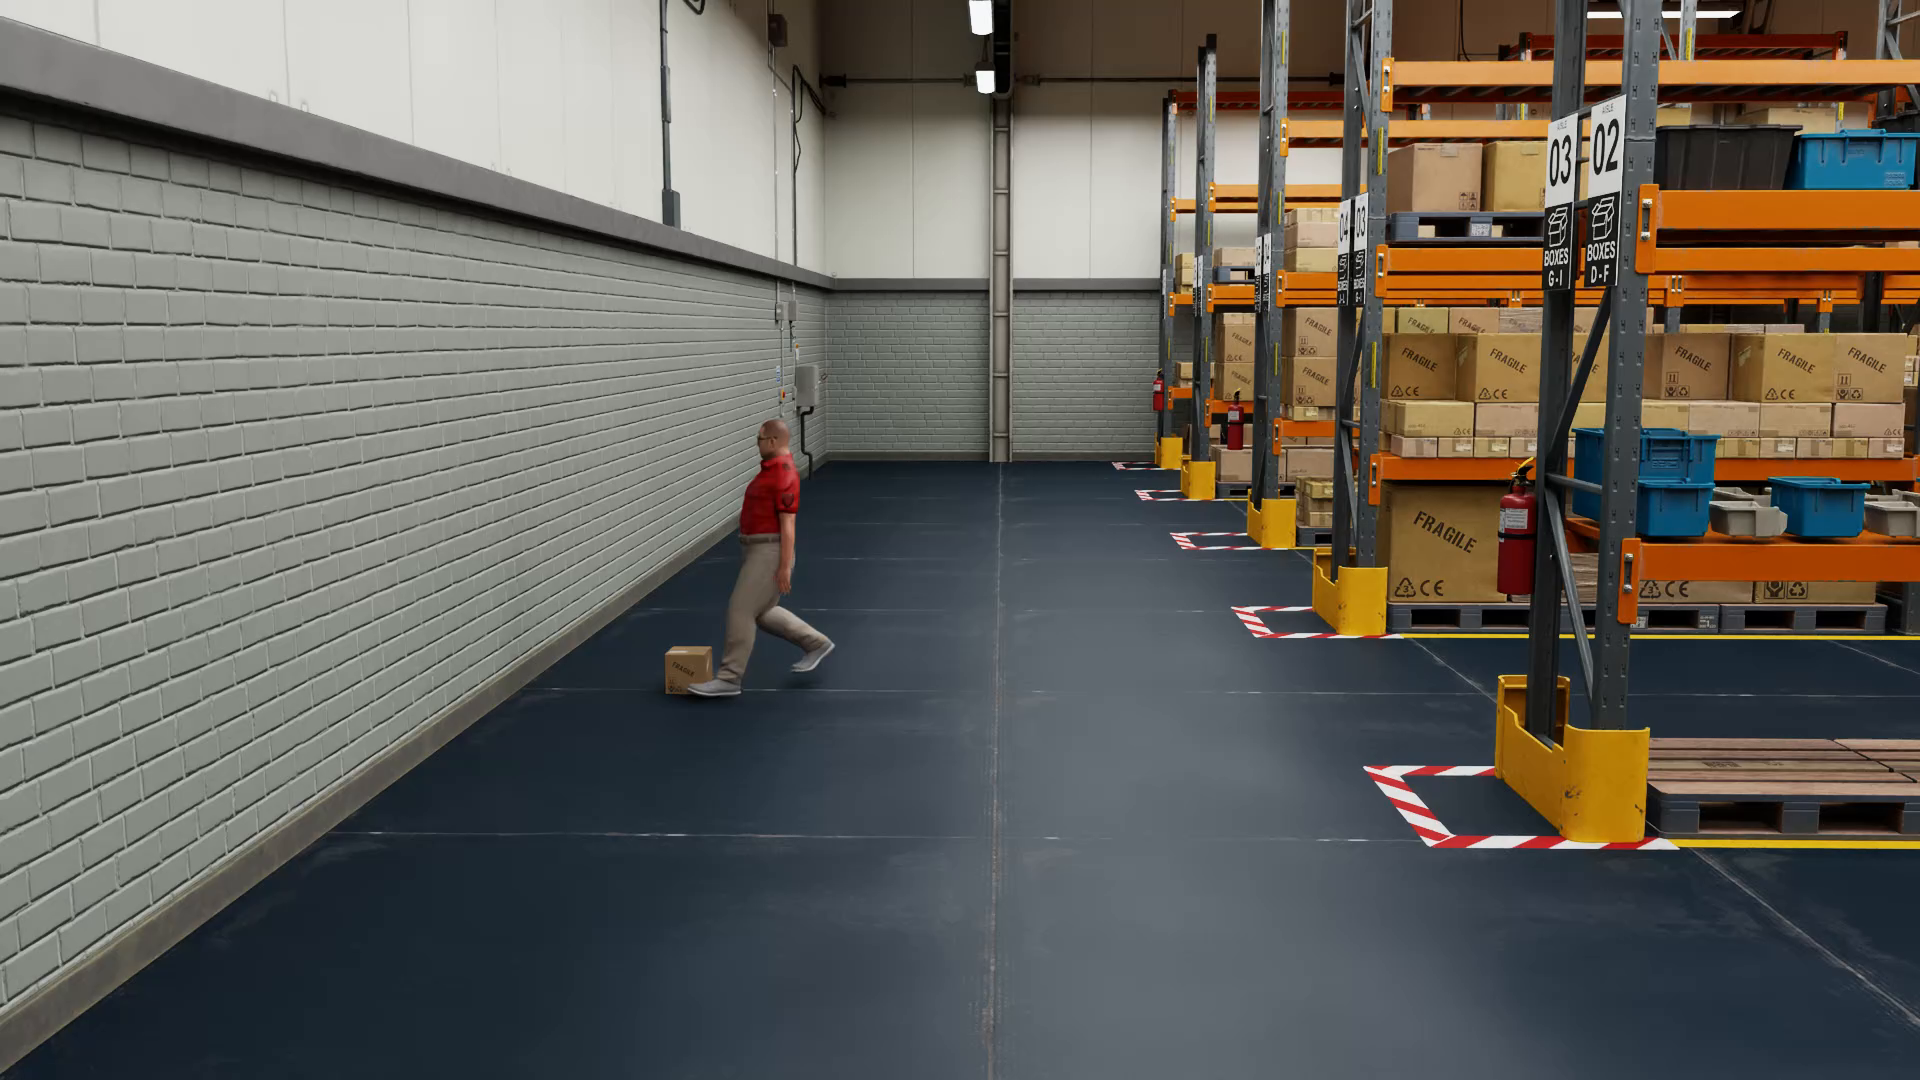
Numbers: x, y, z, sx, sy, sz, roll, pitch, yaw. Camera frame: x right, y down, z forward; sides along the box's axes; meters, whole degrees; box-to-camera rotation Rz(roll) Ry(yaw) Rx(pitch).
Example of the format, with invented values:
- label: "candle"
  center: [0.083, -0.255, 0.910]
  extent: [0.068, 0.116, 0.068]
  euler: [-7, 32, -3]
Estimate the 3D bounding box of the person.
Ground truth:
- label: "person"
  center: [-1.220, 0.098, 10.213]
  extent: [0.951, 1.681, 0.555]
  euler: [-2, 7, -13]
